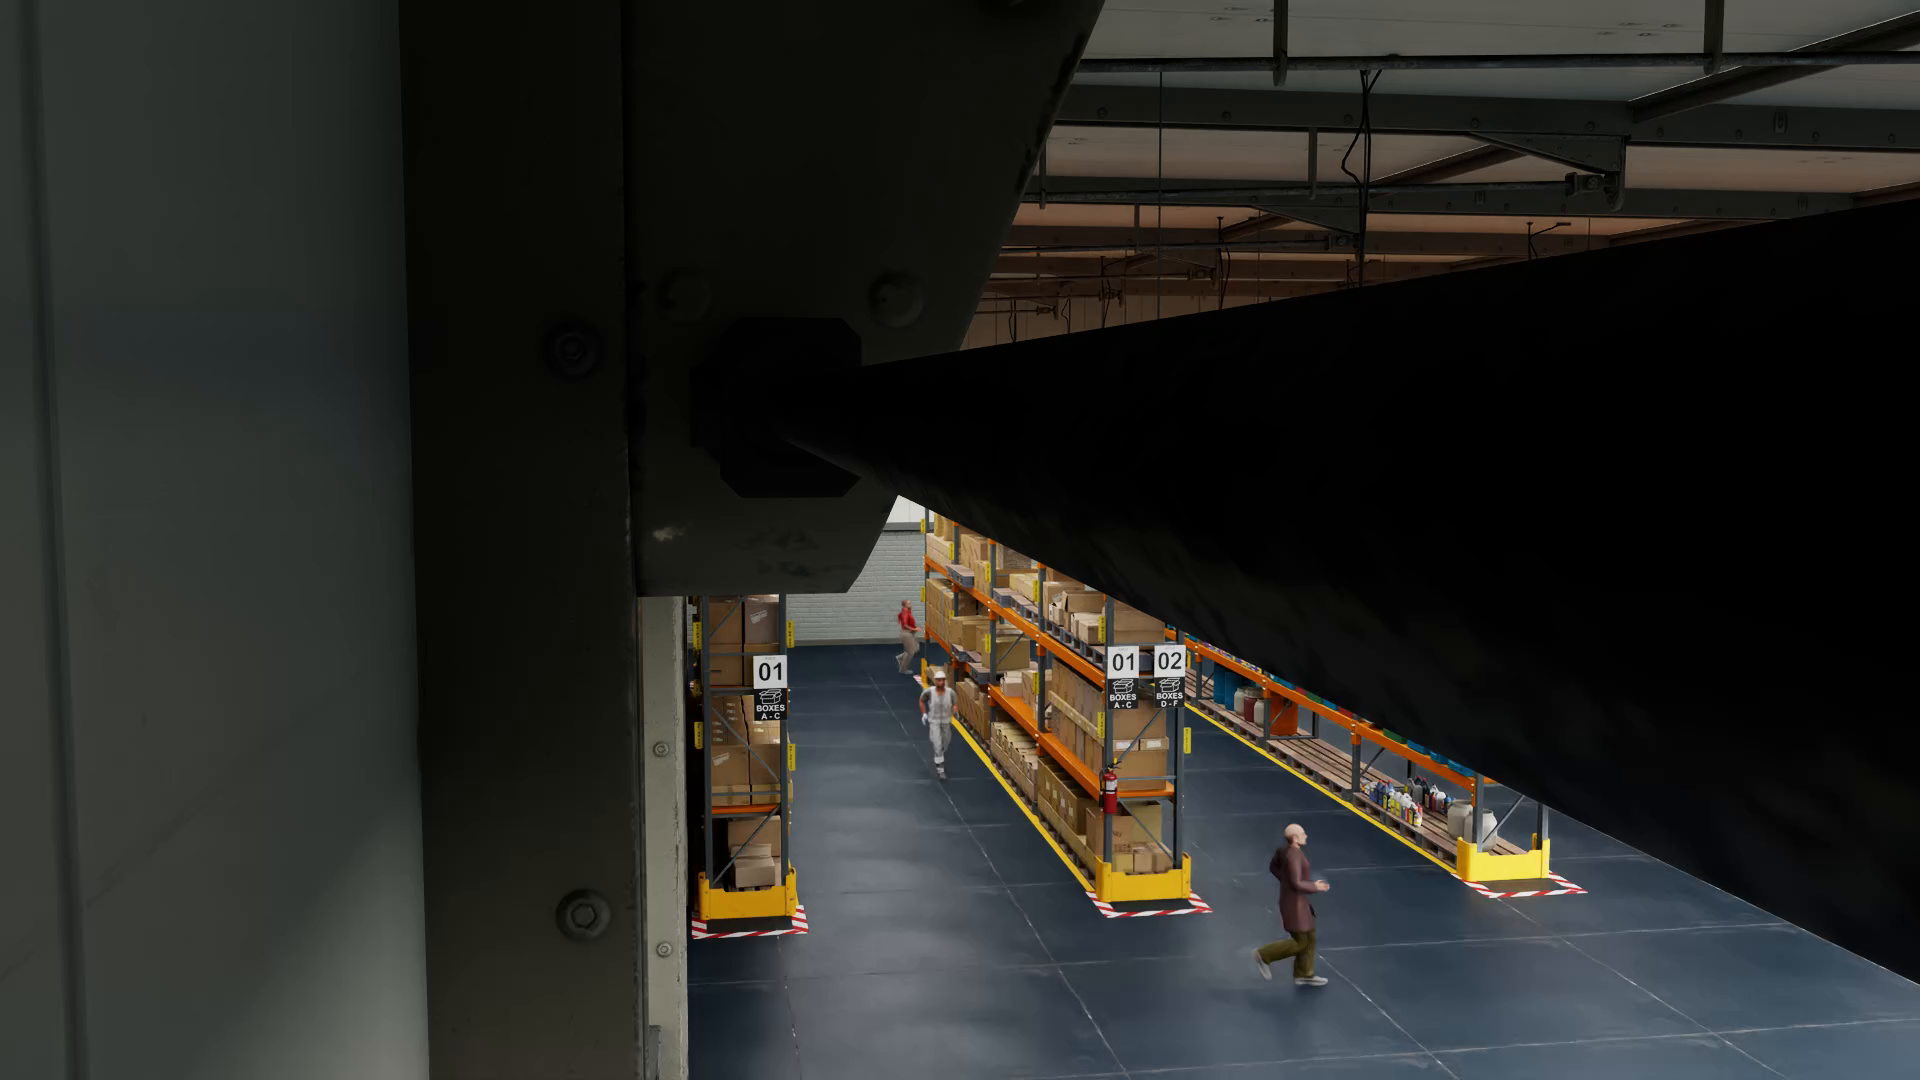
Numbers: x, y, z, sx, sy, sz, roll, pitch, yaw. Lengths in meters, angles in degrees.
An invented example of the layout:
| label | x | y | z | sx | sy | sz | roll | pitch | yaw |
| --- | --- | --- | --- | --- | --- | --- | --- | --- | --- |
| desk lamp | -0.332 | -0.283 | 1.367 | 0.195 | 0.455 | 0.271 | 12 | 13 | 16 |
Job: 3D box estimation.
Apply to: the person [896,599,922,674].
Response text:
| label | x | y | z | sx | sy | sz | roll | pitch | yaw |
| --- | --- | --- | --- | --- | --- | --- | --- | --- | --- |
| person | -1.161 | 2.182 | 37.672 | 0.593 | 1.686 | 0.659 | 0 | 5 | -2 |

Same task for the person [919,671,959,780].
| label | x | y | z | sx | sy | sz | roll | pitch | yaw |
| --- | --- | --- | --- | --- | --- | --- | --- | --- | --- |
| person | -0.358 | 3.030 | 27.595 | 0.635 | 1.766 | 0.907 | -1 | 5 | -12 |

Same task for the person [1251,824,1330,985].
| label | x | y | z | sx | sy | sz | roll | pitch | yaw |
| --- | --- | --- | --- | --- | --- | --- | --- | --- | --- |
| person | 3.520 | 3.892 | 17.752 | 0.835 | 1.745 | 0.712 | 0 | 5 | 2 |
